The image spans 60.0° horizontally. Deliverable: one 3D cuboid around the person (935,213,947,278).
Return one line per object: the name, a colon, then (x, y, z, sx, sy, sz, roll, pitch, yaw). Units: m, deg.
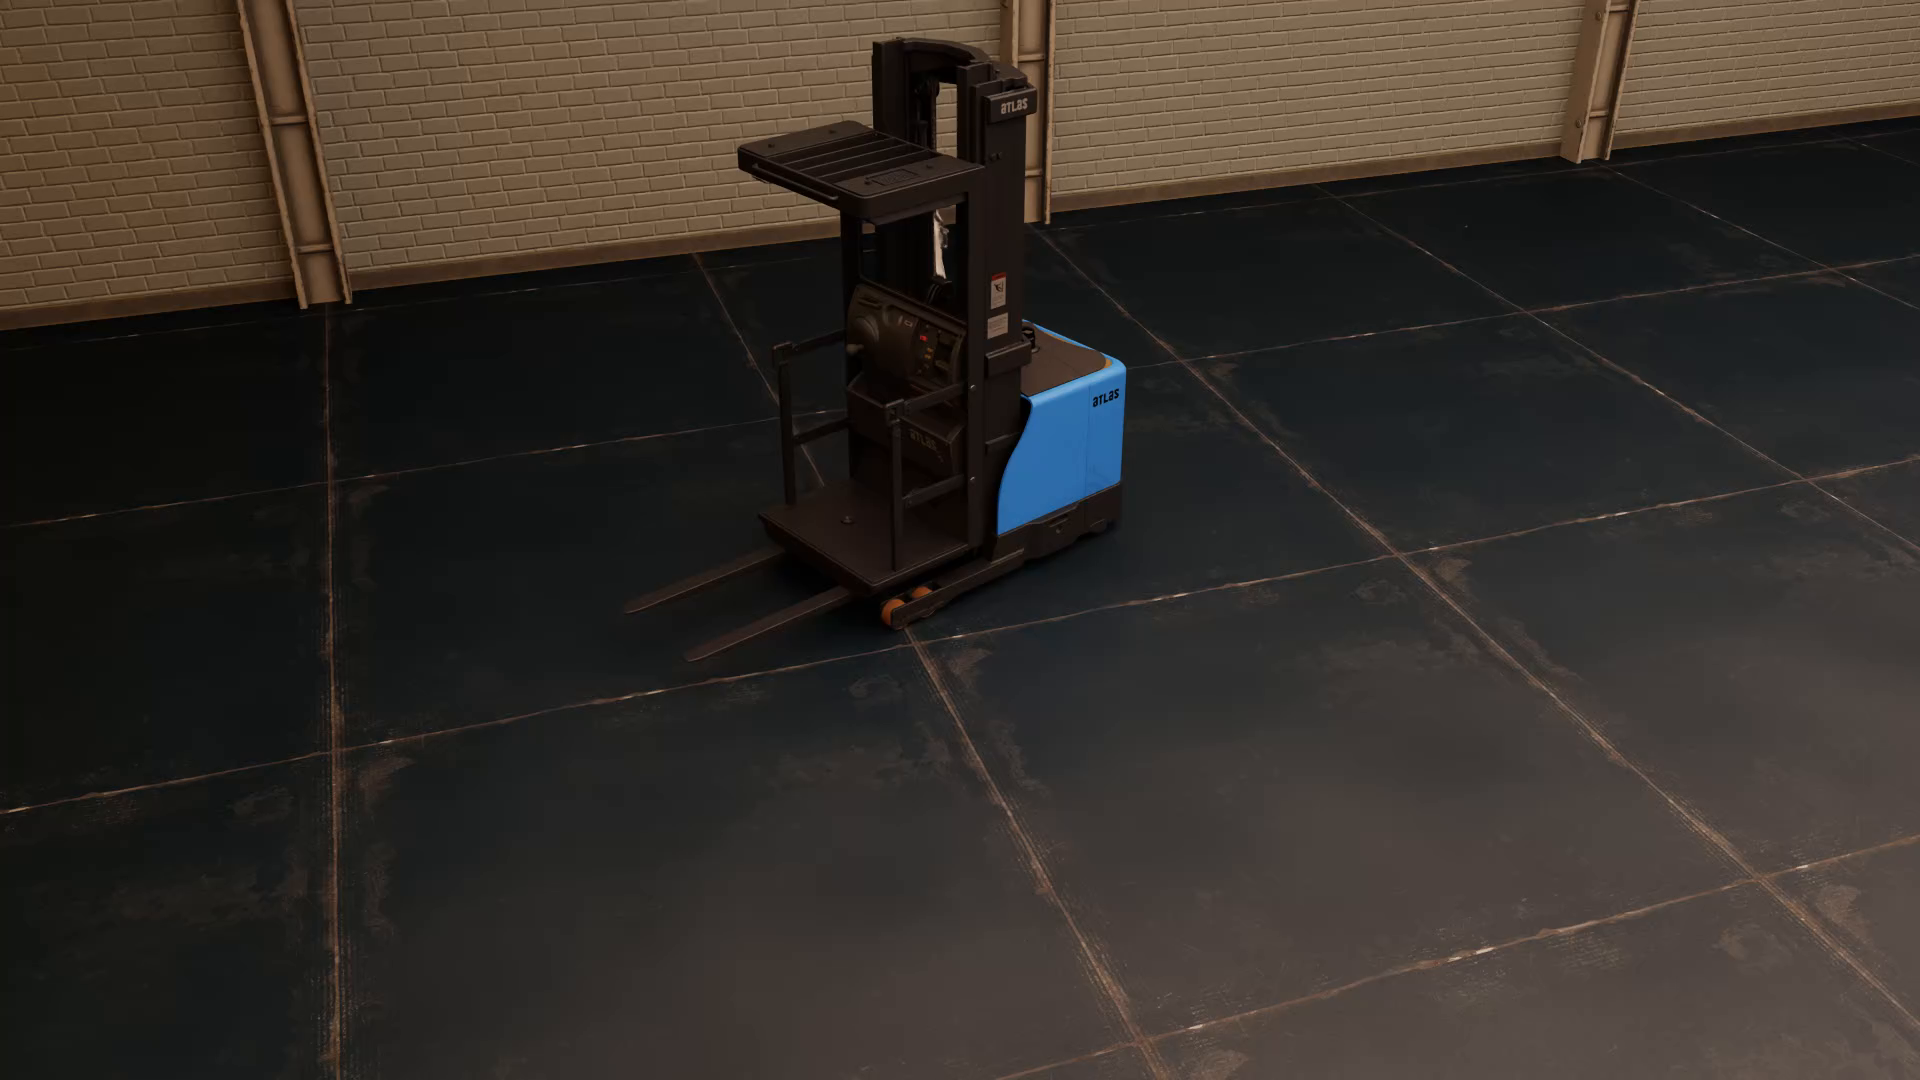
person: (-0.140, -1.644, 11.098, 0.538, 1.782, 0.713, -1, 30, -3)

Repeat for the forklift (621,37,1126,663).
forklift: (-0.461, -1.072, 8.951, 3.031, 2.935, 1.130, -23, 37, -34)
